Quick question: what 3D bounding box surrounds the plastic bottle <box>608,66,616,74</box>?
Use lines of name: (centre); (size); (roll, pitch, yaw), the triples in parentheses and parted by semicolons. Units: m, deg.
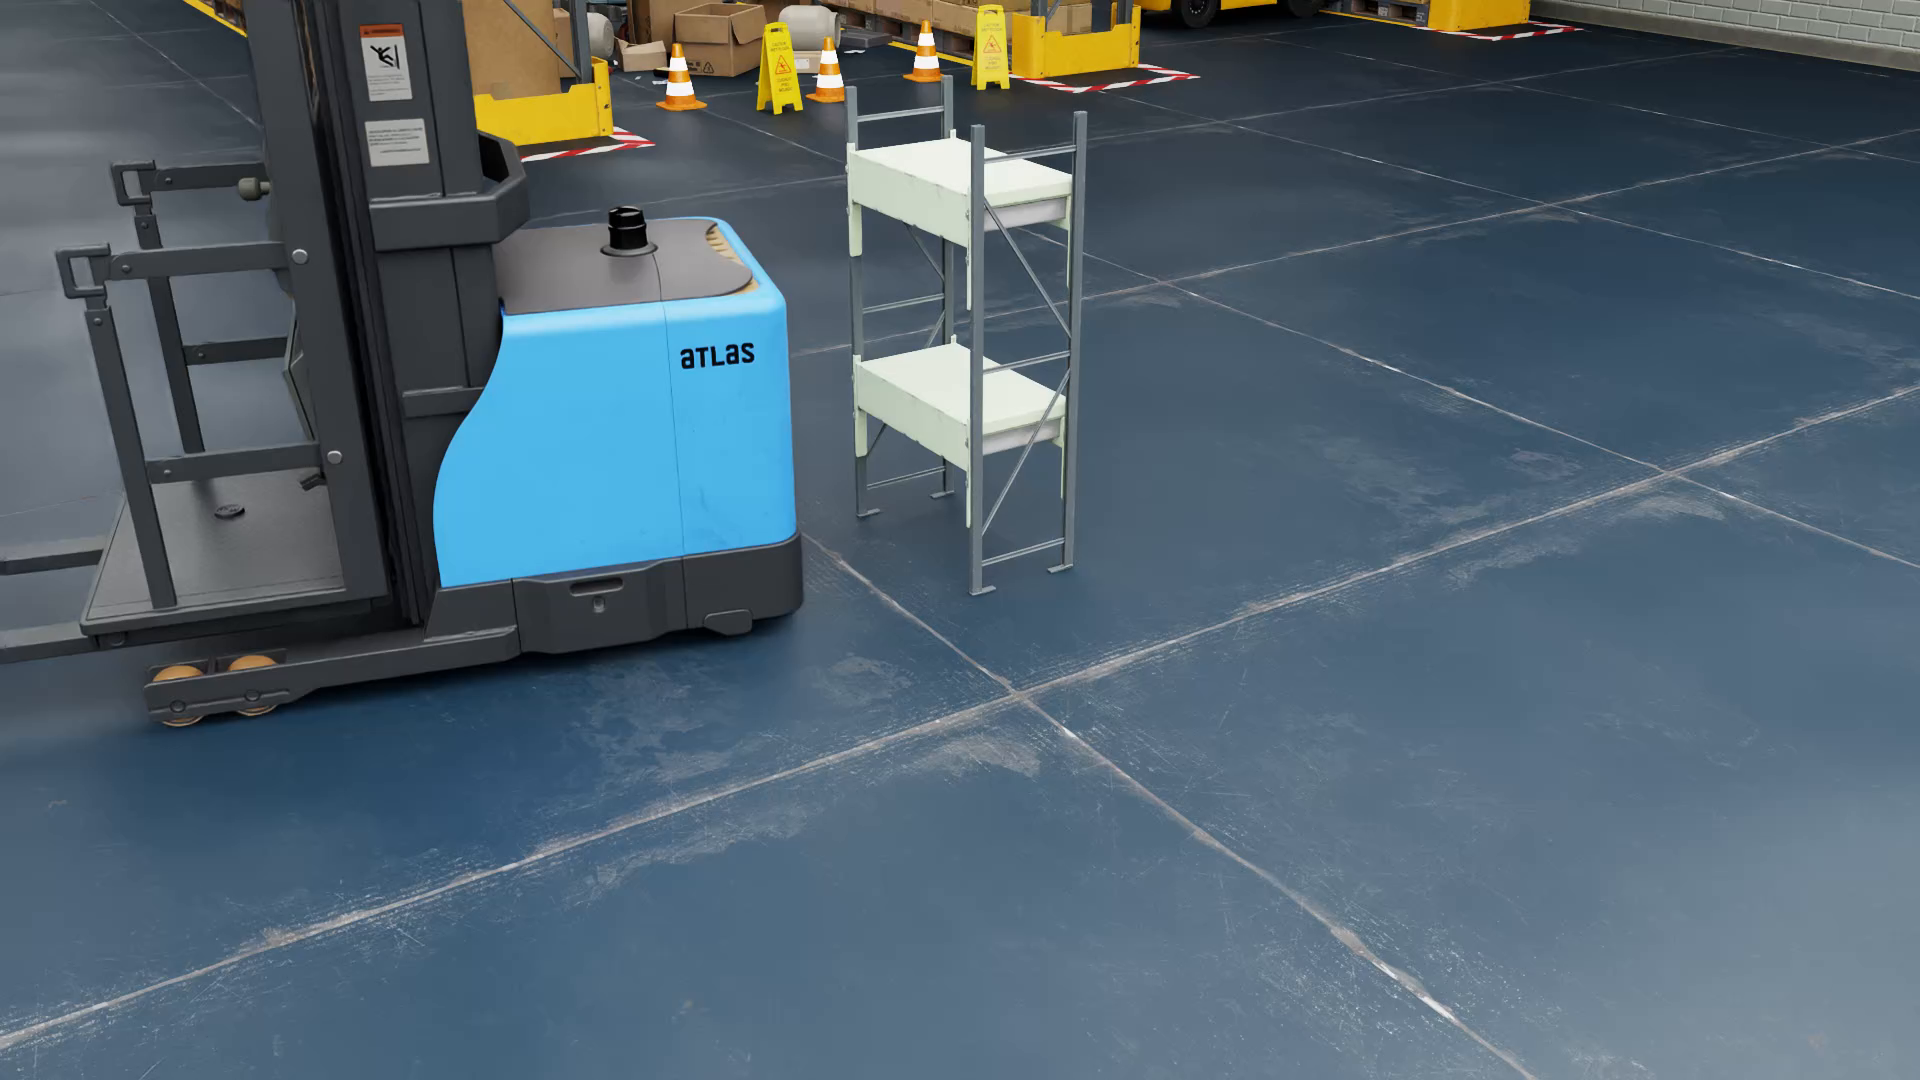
plastic bottle: (-3.062, -3.983, 14.115); (0.133, 0.061, 0.283); (18, 31, 33)

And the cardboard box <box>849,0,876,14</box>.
cardboard box: (-0.748, -5.298, 16.187); (0.500, 0.250, 0.500); (-14, 29, -27)

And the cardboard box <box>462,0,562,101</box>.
cardboard box: (-3.479, -3.649, 11.963); (0.875, 0.875, 0.875); (-15, 29, -29)

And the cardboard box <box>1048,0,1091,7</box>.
cardboard box: (0.817, -5.030, 14.741); (0.500, 0.500, 0.500); (-17, 30, -31)

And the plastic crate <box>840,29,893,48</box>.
plastic crate: (-0.975, -4.740, 15.698); (0.583, 0.080, 0.402); (18, 31, 33)

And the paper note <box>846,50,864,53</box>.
paper note: (-0.955, -4.459, 15.160); (0.148, 0.019, 0.142); (18, 31, 33)

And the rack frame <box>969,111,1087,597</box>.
rack frame: (0.203, -0.545, 5.147); (0.400, 1.500, 0.023); (-16, 29, -30)

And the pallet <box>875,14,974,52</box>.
pallet: (-0.079, -4.884, 15.848); (1.003, 0.211, 1.213); (-16, 29, -30)

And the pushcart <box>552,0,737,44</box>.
pushcart: (-3.028, -5.078, 16.066); (0.936, 0.377, 1.648); (18, 31, 33)

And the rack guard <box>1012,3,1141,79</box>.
rack guard: (0.997, -4.280, 14.230); (1.175, 0.500, 0.348); (-16, 29, -30)

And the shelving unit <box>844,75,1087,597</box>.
shelving unit: (0.004, -0.676, 5.425); (0.431, 1.500, 0.755); (-16, 29, -30)

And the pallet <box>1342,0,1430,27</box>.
pallet: (4.743, -5.544, 17.246); (1.003, 0.211, 1.213); (-16, 29, -30)

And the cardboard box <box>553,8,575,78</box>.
cardboard box: (-3.530, -4.178, 14.013); (0.500, 0.500, 0.500); (-10, 27, -21)

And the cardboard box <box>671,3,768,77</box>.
cardboard box: (-2.041, -4.292, 14.252); (0.637, 0.503, 0.797); (7, 26, 15)

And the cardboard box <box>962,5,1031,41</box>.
cardboard box: (0.359, -4.564, 14.634); (0.500, 0.250, 0.500); (-16, 29, -30)

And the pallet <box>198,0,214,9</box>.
pallet: (-7.846, -6.073, 18.368); (1.003, 0.211, 1.213); (-16, 29, -30)

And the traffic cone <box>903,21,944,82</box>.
traffic cone: (-0.277, -4.089, 13.869); (0.336, 0.463, 0.334); (-16, 29, -30)

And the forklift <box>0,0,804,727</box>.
forklift: (-2.062, -1.057, 4.556); (3.031, 2.935, 1.130); (-8, 26, -16)

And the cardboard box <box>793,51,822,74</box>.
cardboard box: (-1.369, -4.091, 14.242); (0.380, 0.149, 0.250); (-1, 25, -3)

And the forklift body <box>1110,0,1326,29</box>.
forklift body: (2.632, -6.410, 16.809); (2.313, 2.155, 1.214); (-16, 29, -30)

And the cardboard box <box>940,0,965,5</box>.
cardboard box: (0.095, -5.080, 14.848); (0.500, 0.500, 0.500); (-14, 29, -28)

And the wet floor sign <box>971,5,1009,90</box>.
wet floor sign: (0.246, -4.001, 13.469); (0.267, 0.644, 0.232); (-6, 26, -12)

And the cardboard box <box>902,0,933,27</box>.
cardboard box: (-0.194, -4.929, 15.406); (0.500, 0.250, 0.500); (-17, 30, -31)

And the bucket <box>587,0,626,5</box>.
bucket: (-3.231, -5.319, 15.558); (0.726, 0.611, 0.620); (-6, 16, -12)

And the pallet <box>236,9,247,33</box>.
pallet: (-6.392, -5.058, 16.217); (1.003, 0.211, 1.213); (-16, 29, -30)

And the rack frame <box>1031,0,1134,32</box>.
rack frame: (1.039, -5.383, 13.639); (1.000, 3.000, 0.127); (-16, 29, -30)

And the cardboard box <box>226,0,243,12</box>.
cardboard box: (-6.684, -5.676, 16.404); (1.050, 0.750, 0.750); (-15, 29, -29)

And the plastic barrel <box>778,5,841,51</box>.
plastic barrel: (-1.357, -4.604, 15.006); (0.512, 0.421, 0.421); (3, 25, 6)

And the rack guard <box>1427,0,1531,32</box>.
rack guard: (5.209, -5.402, 16.607); (1.175, 0.500, 0.348); (-16, 29, -30)

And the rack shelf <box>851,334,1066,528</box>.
rack shelf: (0.004, -0.381, 5.564); (0.431, 0.370, 0.720); (-16, 29, -30)

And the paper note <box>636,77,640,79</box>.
paper note: (-2.701, -3.877, 13.951); (0.032, 0.001, 0.123); (-1, 25, -3)
